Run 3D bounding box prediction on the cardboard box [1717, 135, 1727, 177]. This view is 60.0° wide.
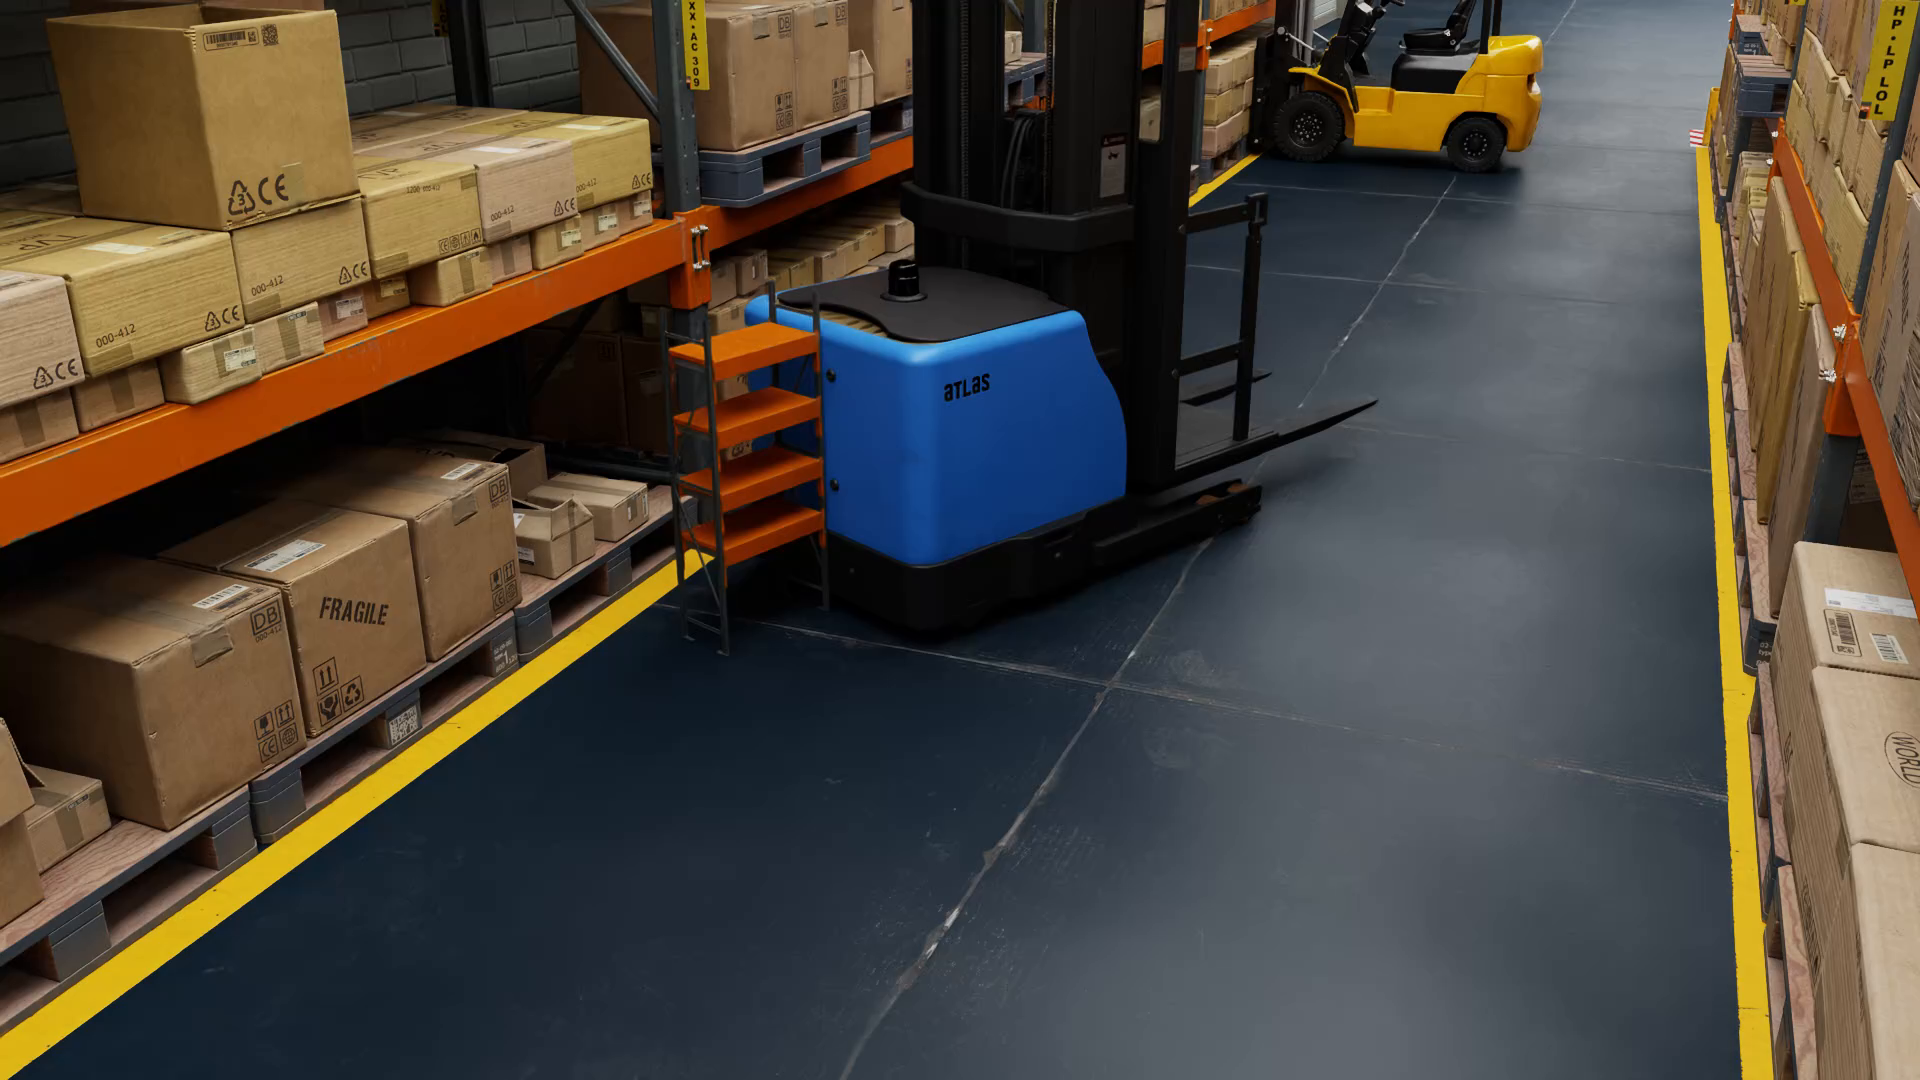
[{"bbox_3d":[6.263,-3.011,13.088,0.500,0.250,0.500,8,24,19],"label":"cardboard box"}]

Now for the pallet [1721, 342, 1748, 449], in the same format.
[{"bbox_3d":[4.256,-0.654,8.042,1.003,0.211,1.213,9,24,20],"label":"pallet"}]

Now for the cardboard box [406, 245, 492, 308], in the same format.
[{"bbox_3d":[-1.703,-0.846,5.209,0.380,0.149,0.250,8,24,19],"label":"cardboard box"}]

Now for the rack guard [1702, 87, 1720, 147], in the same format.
[{"bbox_3d":[7.562,-3.894,15.425,1.175,0.500,0.348,9,24,20],"label":"rack guard"}]

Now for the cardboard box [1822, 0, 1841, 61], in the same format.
[{"bbox_3d":[3.827,-2.216,6.737,0.500,0.500,0.500,9,24,22],"label":"cardboard box"}]

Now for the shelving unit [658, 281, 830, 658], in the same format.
[{"bbox_3d":[-0.735,-0.249,5.789,0.258,1.200,0.503,19,29,37],"label":"shelving unit"}]

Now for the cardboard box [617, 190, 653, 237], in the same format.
[{"bbox_3d":[-1.361,-1.224,6.114,0.380,0.149,0.250,9,24,21],"label":"cardboard box"}]

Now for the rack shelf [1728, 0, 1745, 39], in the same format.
[{"bbox_3d":[6.848,-4.027,13.433,1.077,0.370,4.000,9,24,20],"label":"rack shelf"}]

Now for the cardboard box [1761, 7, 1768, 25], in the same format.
[{"bbox_3d":[5.505,-3.481,10.972,0.380,0.149,0.250,9,24,21],"label":"cardboard box"}]

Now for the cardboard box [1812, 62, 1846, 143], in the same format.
[{"bbox_3d":[3.611,-1.687,6.442,0.500,0.250,0.500,9,24,21],"label":"cardboard box"}]

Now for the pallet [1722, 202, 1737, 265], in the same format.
[{"bbox_3d":[5.817,-2.078,11.451,1.003,0.211,1.213,9,24,20],"label":"pallet"}]

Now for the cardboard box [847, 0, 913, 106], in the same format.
[{"bbox_3d":[-0.606,-2.337,7.779,0.700,0.500,0.500,9,24,20],"label":"cardboard box"}]

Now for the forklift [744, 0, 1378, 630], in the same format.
[{"bbox_3d":[0.616,-1.500,6.538,3.031,2.935,1.130,-20,30,-39],"label":"forklift"}]

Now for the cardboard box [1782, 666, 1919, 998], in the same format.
[{"bbox_3d":[2.468,0.738,3.872,0.875,0.438,0.875,8,24,18],"label":"cardboard box"}]

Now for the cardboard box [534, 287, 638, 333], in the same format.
[{"bbox_3d":[-1.608,-1.003,7.115,0.380,0.149,0.250,8,24,18],"label":"cardboard box"}]

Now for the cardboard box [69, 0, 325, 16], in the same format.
[{"bbox_3d":[-2.277,-1.409,5.068,0.500,0.500,0.500,8,24,19],"label":"cardboard box"}]

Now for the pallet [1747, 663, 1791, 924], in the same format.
[{"bbox_3d":[2.778,0.767,4.640,1.003,0.211,1.213,9,24,20],"label":"pallet"}]

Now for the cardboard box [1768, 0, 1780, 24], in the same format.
[{"bbox_3d":[4.898,-3.159,9.361,0.500,0.500,0.500,7,24,16],"label":"cardboard box"}]

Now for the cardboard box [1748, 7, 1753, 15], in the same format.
[{"bbox_3d":[6.316,-4.050,12.881,0.380,0.149,0.250,8,24,19],"label":"cardboard box"}]

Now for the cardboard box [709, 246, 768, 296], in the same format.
[{"bbox_3d":[-1.045,-1.157,7.099,0.380,0.149,0.250,8,24,17],"label":"cardboard box"}]

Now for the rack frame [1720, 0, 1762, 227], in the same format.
[{"bbox_3d":[6.105,-3.644,11.581,1.000,3.000,0.127,9,24,20],"label":"rack frame"}]

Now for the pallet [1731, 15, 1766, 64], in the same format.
[{"bbox_3d":[5.686,-3.302,11.013,1.003,0.211,1.213,9,24,20],"label":"pallet"}]

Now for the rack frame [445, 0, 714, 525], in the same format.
[{"bbox_3d":[-1.477,-1.490,6.425,1.000,3.000,0.127,9,24,20],"label":"rack frame"}]

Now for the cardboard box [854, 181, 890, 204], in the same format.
[{"bbox_3d":[-0.616,-1.927,9.329,0.380,0.149,0.250,9,24,21],"label":"cardboard box"}]

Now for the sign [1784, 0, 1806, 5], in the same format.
[{"bbox_3d":[4.112,-2.784,8.124,0.100,0.325,0.005,9,24,20],"label":"sign"}]

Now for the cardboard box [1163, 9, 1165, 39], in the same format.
[{"bbox_3d":[1.369,-3.885,12.354,0.500,0.250,0.500,9,24,20],"label":"cardboard box"}]

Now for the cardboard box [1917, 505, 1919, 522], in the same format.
[{"bbox_3d":[2.143,-0.156,3.101,0.500,0.500,0.500,10,24,22],"label":"cardboard box"}]

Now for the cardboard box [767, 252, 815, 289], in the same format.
[{"bbox_3d":[-0.891,-1.224,7.644,0.380,0.149,0.250,8,24,19],"label":"cardboard box"}]

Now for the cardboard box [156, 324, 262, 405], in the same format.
[{"bbox_3d":[-2.061,-0.475,4.321,0.380,0.149,0.250,8,24,19],"label":"cardboard box"}]

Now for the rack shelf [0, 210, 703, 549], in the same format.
[{"bbox_3d":[-2.220,-0.442,4.851,1.077,0.370,4.000,9,24,20],"label":"rack shelf"}]

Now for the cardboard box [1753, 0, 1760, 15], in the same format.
[{"bbox_3d":[6.039,-4.022,11.970,0.500,0.500,0.500,8,24,19],"label":"cardboard box"}]

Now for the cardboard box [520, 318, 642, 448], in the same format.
[{"bbox_3d":[-1.569,-0.748,7.348,0.500,0.500,0.500,9,24,20],"label":"cardboard box"}]

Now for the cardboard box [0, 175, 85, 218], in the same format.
[{"bbox_3d":[-2.463,-0.877,4.767,0.500,0.250,0.500,9,24,20],"label":"cardboard box"}]

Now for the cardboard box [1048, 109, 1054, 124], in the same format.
[{"bbox_3d":[0.739,-2.717,11.898,0.875,0.625,0.625,8,24,18],"label":"cardboard box"}]

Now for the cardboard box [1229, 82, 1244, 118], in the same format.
[{"bbox_3d":[2.146,-3.818,14.373,0.500,0.250,0.500,9,24,20],"label":"cardboard box"}]

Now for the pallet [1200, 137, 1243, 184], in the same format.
[{"bbox_3d":[1.829,-3.345,14.484,1.003,0.211,1.213,9,24,20],"label":"pallet"}]

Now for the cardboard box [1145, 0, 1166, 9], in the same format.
[{"bbox_3d":[1.170,-3.935,11.824,0.500,0.250,0.500,9,24,21],"label":"cardboard box"}]

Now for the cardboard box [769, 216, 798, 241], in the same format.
[{"bbox_3d":[-1.044,-1.558,8.445,0.380,0.149,0.250,8,24,18],"label":"cardboard box"}]

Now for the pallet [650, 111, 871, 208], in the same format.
[{"bbox_3d":[-1.079,-1.672,7.110,1.003,0.211,1.213,9,24,20],"label":"pallet"}]

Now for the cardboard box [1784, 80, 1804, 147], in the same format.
[{"bbox_3d":[4.204,-2.004,7.850,0.500,0.250,0.500,8,24,19],"label":"cardboard box"}]

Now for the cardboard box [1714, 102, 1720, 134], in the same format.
[{"bbox_3d":[7.034,-3.751,14.861,0.500,0.250,0.500,9,24,20],"label":"cardboard box"}]

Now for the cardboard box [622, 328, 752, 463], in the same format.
[{"bbox_3d":[-1.088,-0.671,7.164,0.500,0.500,0.500,10,25,22],"label":"cardboard box"}]

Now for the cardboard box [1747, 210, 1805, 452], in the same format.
[{"bbox_3d":[3.950,-0.872,7.157,0.875,0.875,0.875,9,24,21],"label":"cardboard box"}]

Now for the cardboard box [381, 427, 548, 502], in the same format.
[{"bbox_3d":[-1.942,-0.241,6.378,0.500,0.311,0.500,10,25,22],"label":"cardboard box"}]

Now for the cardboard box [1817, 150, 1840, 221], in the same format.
[{"bbox_3d":[3.461,-1.268,6.089,0.500,0.250,0.500,8,24,19],"label":"cardboard box"}]

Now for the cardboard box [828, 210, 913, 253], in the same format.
[{"bbox_3d":[-0.458,-1.578,8.492,0.380,0.149,0.250,8,24,18],"label":"cardboard box"}]

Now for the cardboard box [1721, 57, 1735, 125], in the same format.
[{"bbox_3d":[6.642,-3.722,13.819,0.500,0.500,0.500,9,24,21],"label":"cardboard box"}]

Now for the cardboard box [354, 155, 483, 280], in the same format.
[{"bbox_3d":[-1.809,-0.983,5.020,0.500,0.250,0.500,9,24,20],"label":"cardboard box"}]

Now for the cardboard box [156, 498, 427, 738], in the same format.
[{"bbox_3d":[-2.005,0.221,5.029,0.500,0.500,0.500,9,24,21],"label":"cardboard box"}]

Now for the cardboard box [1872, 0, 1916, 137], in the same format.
[{"bbox_3d":[3.066,-1.484,4.984,0.500,0.500,0.500,10,25,22],"label":"cardboard box"}]

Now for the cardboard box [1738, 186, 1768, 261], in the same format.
[{"bbox_3d":[5.392,-1.930,10.343,0.950,0.372,0.625,10,25,22],"label":"cardboard box"}]

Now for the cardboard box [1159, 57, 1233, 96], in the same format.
[{"bbox_3d":[1.966,-3.867,13.842,0.500,0.250,0.500,8,24,19],"label":"cardboard box"}]

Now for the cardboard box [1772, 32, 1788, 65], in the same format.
[{"bbox_3d":[4.607,-2.644,8.969,0.380,0.149,0.250,9,24,20],"label":"cardboard box"}]

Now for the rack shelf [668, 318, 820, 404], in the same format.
[{"bbox_3d":[-0.735,-0.612,5.638,0.258,0.148,0.480,19,29,37],"label":"rack shelf"}]

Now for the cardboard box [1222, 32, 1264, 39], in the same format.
[{"bbox_3d":[2.737,-4.596,15.586,0.500,0.250,0.500,9,24,21],"label":"cardboard box"}]

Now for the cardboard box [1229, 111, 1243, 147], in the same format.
[{"bbox_3d":[2.156,-3.587,14.469,0.500,0.250,0.500,8,24,19],"label":"cardboard box"}]

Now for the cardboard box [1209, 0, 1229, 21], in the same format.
[{"bbox_3d":[1.902,-4.520,13.551,0.500,0.500,0.500,8,24,19],"label":"cardboard box"}]
